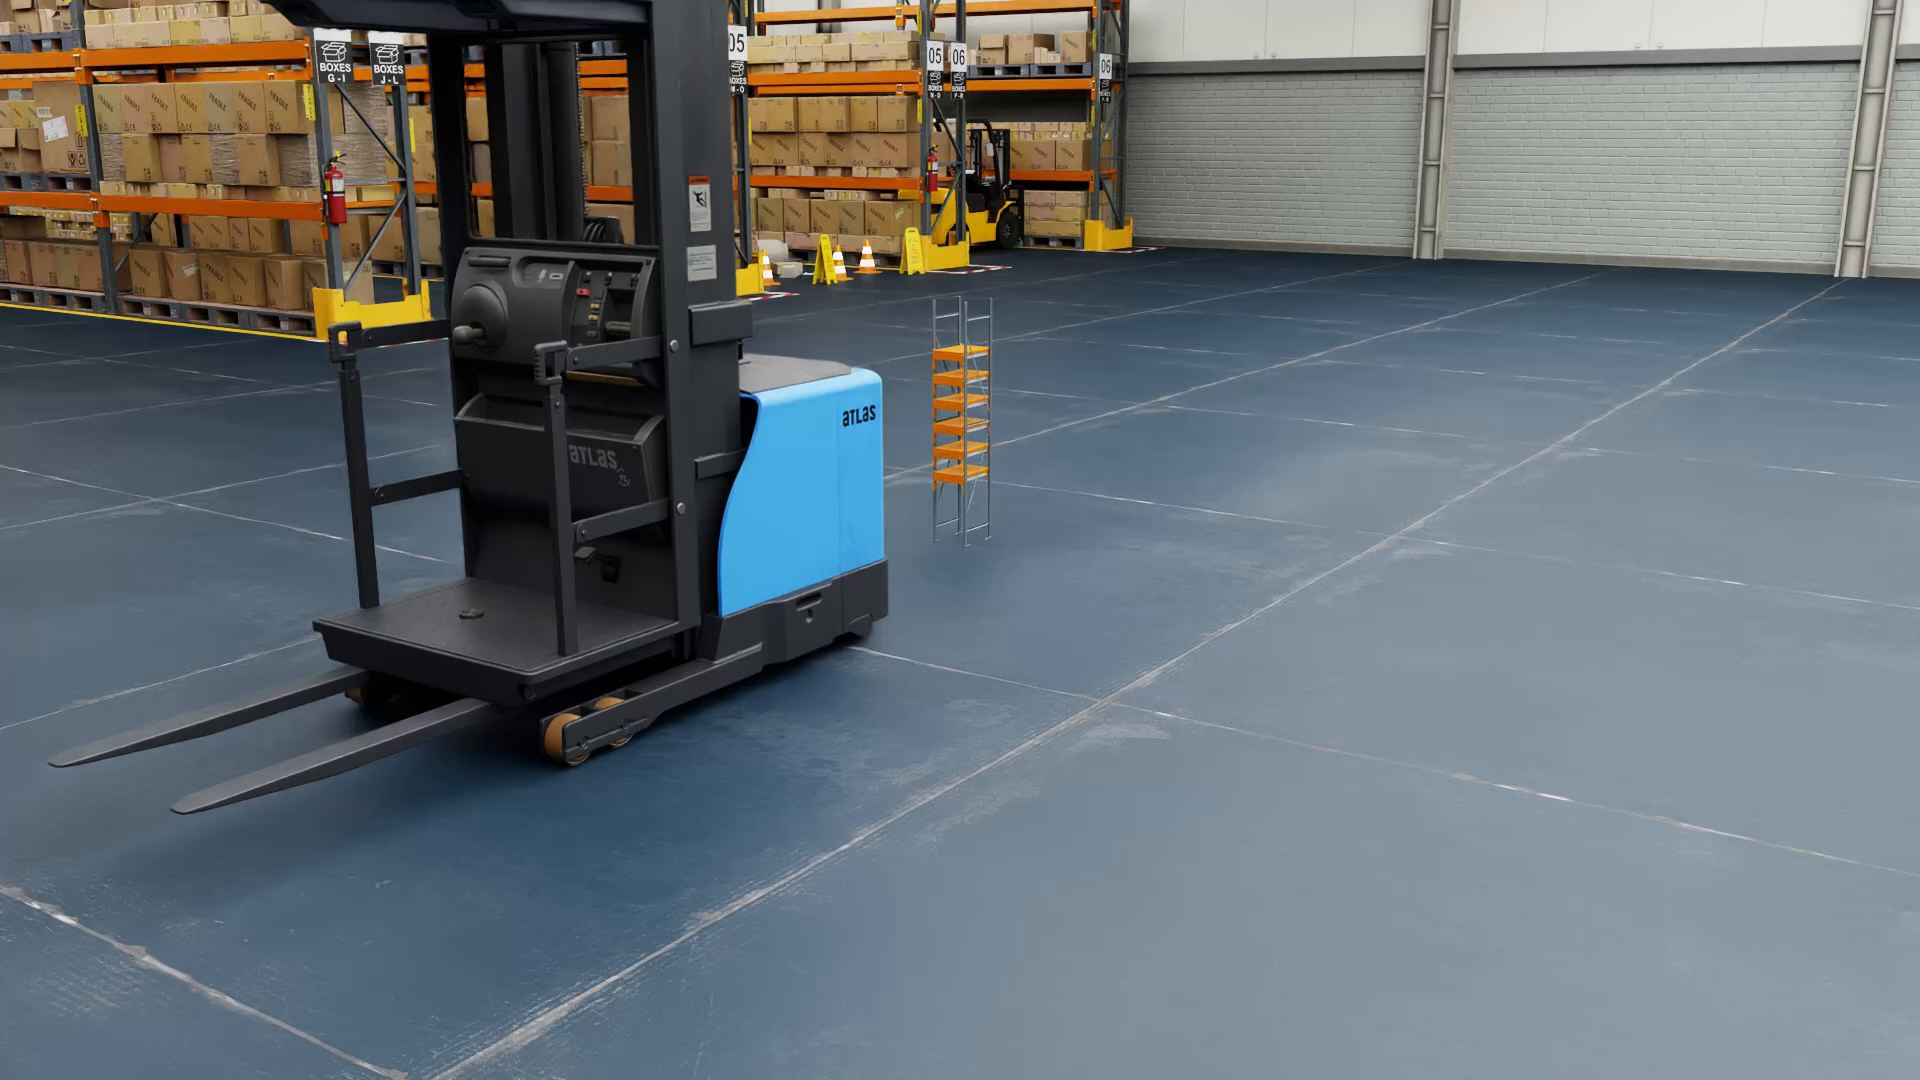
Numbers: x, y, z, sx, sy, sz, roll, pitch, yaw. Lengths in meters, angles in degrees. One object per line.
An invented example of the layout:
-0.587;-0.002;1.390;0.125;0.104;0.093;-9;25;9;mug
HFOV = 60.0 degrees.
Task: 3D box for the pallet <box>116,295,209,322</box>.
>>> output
-8.515;-2.597;18.373;1.213;0.211;1.003;9;17;33;pallet

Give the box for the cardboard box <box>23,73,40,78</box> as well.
-15.098;-7.752;27.466;0.500;0.250;0.500;9;16;31;cardboard box

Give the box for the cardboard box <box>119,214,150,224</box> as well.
-13.319;-5.186;26.851;0.250;0.149;0.380;10;17;34;cardboard box

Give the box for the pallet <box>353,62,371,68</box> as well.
-8.066;-6.684;23.233;1.213;0.211;1.003;10;17;35;pallet

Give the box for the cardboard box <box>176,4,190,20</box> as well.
-7.659;-5.310;16.771;0.250;0.149;0.380;10;17;34;cardboard box

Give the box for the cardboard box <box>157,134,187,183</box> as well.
-7.887;-4.032;17.543;0.500;0.500;0.875;9;17;33;cardboard box

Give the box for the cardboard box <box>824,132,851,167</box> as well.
-1.673;-5.819;24.762;0.500;0.500;0.500;9;17;33;cardboard box

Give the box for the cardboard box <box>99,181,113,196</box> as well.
-9.082;-3.822;18.045;0.250;0.149;0.380;9;17;33;cardboard box

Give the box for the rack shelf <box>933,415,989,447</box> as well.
0.012;-0.537;8.182;0.180;0.103;0.258;9;17;33;rack shelf

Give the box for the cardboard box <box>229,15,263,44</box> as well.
-6.731;-4.960;16.189;0.500;0.250;0.500;9;17;33;cardboard box

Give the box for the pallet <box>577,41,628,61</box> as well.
-4.559;-6.146;20.851;1.213;0.211;1.003;9;17;33;pallet

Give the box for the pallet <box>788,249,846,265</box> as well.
-1.968;-4.409;25.695;1.213;0.211;1.003;9;17;33;pallet

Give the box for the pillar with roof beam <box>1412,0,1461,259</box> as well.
5.026;-7.985;21.853;0.400;9.000;9.100;9;17;33;pillar with roof beam

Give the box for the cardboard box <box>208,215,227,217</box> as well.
-11.111;-5.076;25.353;0.500;0.250;0.500;10;17;34;cardboard box

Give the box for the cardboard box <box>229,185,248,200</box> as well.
-7.171;-3.536;16.889;0.250;0.149;0.380;9;17;33;cardboard box

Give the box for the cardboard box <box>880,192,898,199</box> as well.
-1.233;-6.118;30.864;0.625;0.625;0.875;10;17;35;cardboard box

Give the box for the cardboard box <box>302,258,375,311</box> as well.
-6.282;-2.574;16.808;0.500;0.500;0.500;13;19;43;cardboard box

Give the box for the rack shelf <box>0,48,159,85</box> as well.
-10.752;-5.408;19.183;4.000;0.370;1.077;9;17;33;rack shelf

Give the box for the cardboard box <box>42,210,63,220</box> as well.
-15.267;-5.500;28.118;0.250;0.149;0.380;8;16;30;cardboard box

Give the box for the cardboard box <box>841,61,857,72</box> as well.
-1.527;-6.939;24.394;0.250;0.149;0.380;9;17;32;cardboard box

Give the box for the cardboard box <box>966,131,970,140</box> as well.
0.151;-7.120;29.287;0.250;0.149;0.380;9;17;32;cardboard box

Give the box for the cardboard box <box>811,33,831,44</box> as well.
-1.979;-7.379;24.512;0.250;0.149;0.380;10;17;34;cardboard box

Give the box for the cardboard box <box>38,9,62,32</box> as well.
-9.928;-5.734;18.407;0.258;0.266;0.396;10;17;35;cardboard box

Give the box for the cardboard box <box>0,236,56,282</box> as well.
-11.377;-3.412;20.151;0.500;0.500;0.700;8;16;28;cardboard box

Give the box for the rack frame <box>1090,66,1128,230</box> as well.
2.525;-6.463;28.189;0.127;3.000;1.000;9;17;33;rack frame

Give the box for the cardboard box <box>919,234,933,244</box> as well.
-0.757;-4.505;25.128;0.500;0.250;0.500;9;17;32;cardboard box

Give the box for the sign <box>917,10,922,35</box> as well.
-0.569;-7.251;23.286;0.005;0.325;0.100;9;17;33;sign

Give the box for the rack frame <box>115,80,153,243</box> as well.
-12.878;-6.081;26.648;0.127;3.000;1.000;9;17;33;rack frame

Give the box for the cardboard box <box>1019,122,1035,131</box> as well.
1.213;-7.094;28.562;0.250;0.149;0.380;10;17;34;cardboard box

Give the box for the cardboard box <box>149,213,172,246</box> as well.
-12.413;-4.920;26.284;0.500;0.500;0.500;10;17;35;cardboard box

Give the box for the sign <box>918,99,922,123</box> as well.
-0.569;-6.080;23.575;0.005;0.325;0.100;9;17;33;sign

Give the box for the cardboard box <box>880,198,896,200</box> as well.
-1.214;-4.941;25.330;0.500;0.500;0.500;8;16;31;cardboard box

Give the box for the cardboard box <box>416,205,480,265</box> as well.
-6.805;-4.186;22.797;0.750;0.750;1.050;9;17;33;cardboard box

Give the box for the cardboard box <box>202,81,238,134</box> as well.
-7.199;-4.333;16.677;0.500;0.500;0.500;9;17;33;cardboard box

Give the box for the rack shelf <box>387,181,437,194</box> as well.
-7.900;-4.928;23.484;4.000;0.370;1.077;9;17;33;rack shelf

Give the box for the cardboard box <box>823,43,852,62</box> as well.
-1.667;-7.152;24.421;0.500;0.250;0.500;10;17;34;cardboard box

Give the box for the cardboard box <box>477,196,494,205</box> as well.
-8.145;-5.948;29.655;0.875;0.875;0.875;9;17;33;cardboard box

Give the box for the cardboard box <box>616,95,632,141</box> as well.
-3.715;-5.182;20.455;0.550;0.550;0.875;9;17;33;cardboard box

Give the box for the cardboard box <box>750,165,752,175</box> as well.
-3.240;-5.757;25.862;0.250;0.149;0.380;10;17;34;cardboard box

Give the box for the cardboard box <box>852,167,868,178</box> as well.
-1.375;-5.437;24.568;0.250;0.149;0.380;10;17;34;cardboard box

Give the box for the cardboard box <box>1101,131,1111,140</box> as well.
2.388;-6.924;28.491;0.250;0.149;0.380;9;16;31;cardboard box

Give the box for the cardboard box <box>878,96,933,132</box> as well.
-0.788;-6.176;24.122;0.500;0.500;0.700;9;16;31;cardboard box

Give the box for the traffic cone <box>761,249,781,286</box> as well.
-2.569;-3.595;21.883;0.334;0.463;0.336;9;17;33;traffic cone

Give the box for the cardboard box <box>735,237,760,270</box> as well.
-3.113;-3.992;23.401;0.637;0.503;0.797;-1;14;-6;cardboard box

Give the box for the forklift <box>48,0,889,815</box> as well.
-1.524;-0.824;5.550;1.130;2.935;3.031;9;17;32;forklift

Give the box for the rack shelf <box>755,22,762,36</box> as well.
-5.773;-10.173;33.020;4.000;0.370;1.077;9;17;33;rack shelf

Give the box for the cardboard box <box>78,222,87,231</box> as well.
-14.368;-5.214;27.585;0.250;0.149;0.380;8;16;30;cardboard box

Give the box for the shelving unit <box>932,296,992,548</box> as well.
0.012;-0.580;8.171;0.189;1.200;0.258;9;17;33;shelving unit

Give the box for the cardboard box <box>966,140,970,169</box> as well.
0.290;-6.802;29.351;0.500;0.500;0.500;9;17;32;cardboard box
